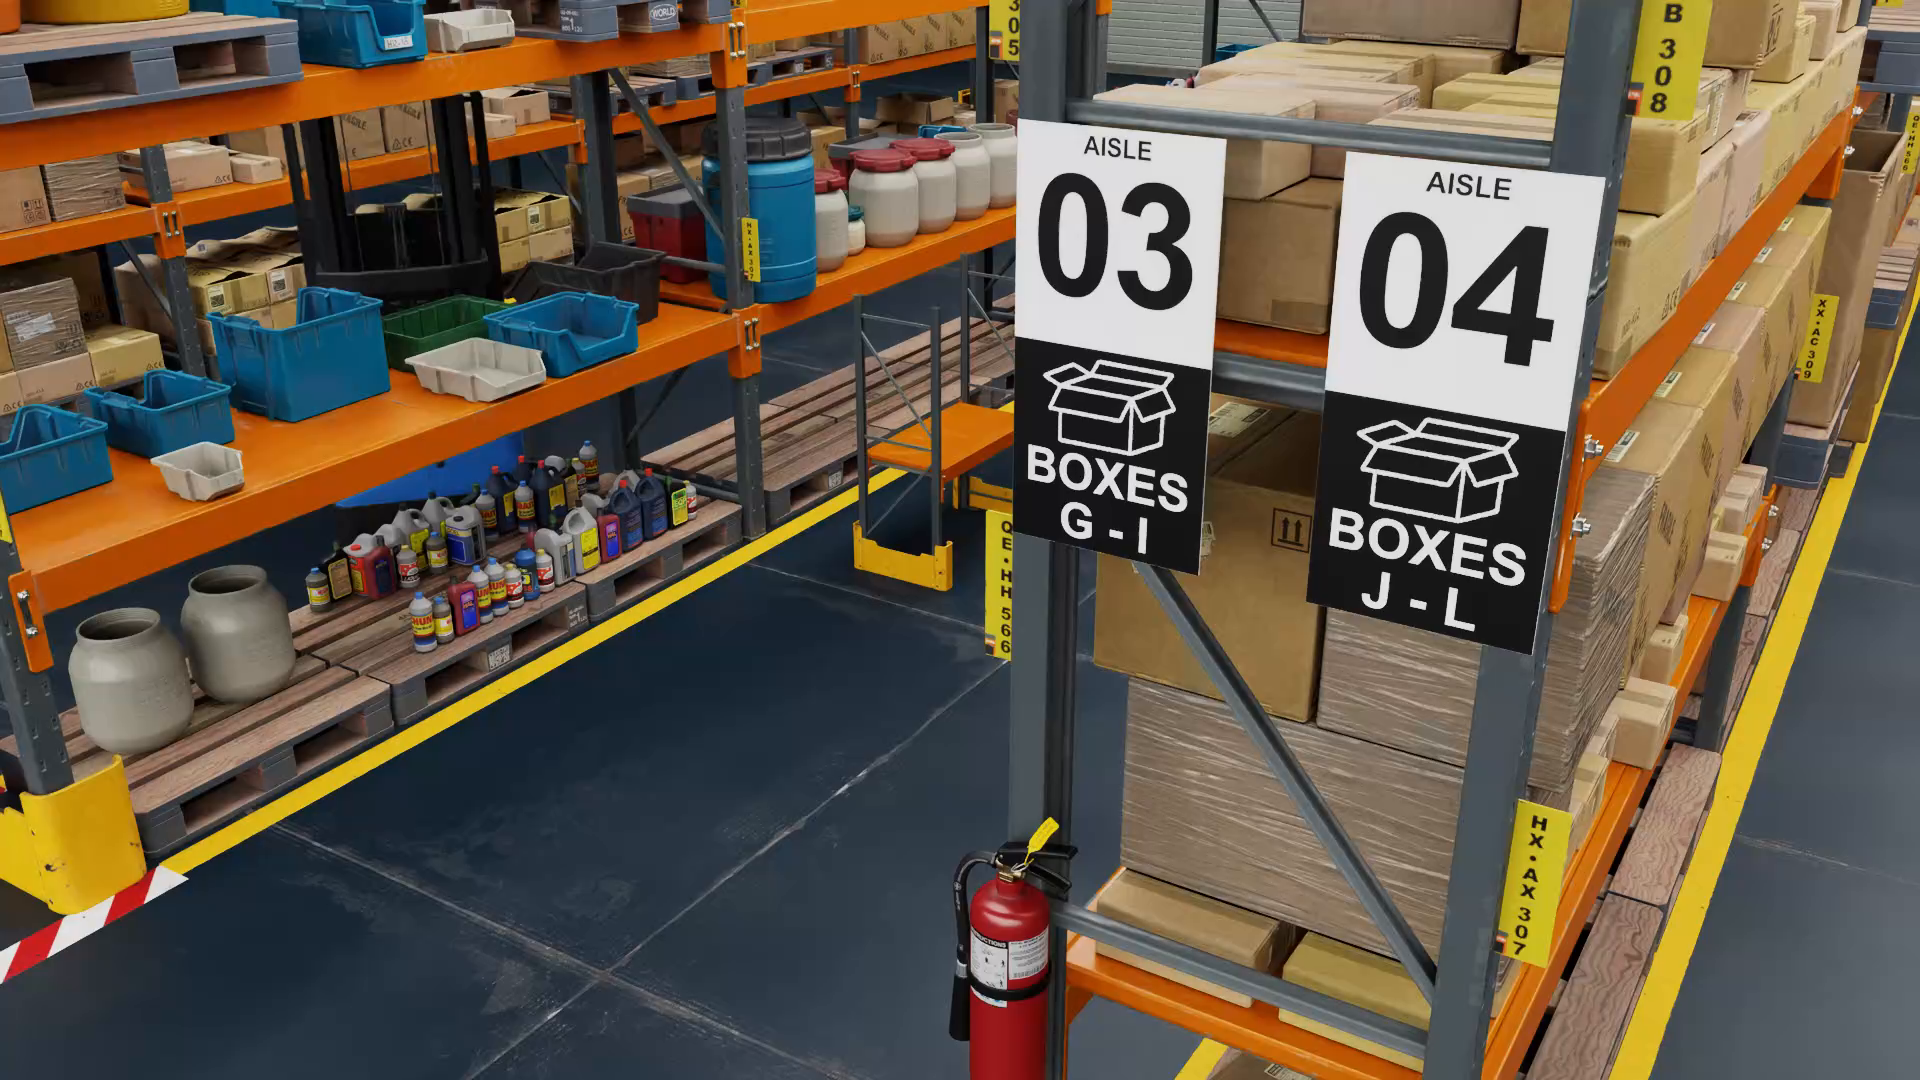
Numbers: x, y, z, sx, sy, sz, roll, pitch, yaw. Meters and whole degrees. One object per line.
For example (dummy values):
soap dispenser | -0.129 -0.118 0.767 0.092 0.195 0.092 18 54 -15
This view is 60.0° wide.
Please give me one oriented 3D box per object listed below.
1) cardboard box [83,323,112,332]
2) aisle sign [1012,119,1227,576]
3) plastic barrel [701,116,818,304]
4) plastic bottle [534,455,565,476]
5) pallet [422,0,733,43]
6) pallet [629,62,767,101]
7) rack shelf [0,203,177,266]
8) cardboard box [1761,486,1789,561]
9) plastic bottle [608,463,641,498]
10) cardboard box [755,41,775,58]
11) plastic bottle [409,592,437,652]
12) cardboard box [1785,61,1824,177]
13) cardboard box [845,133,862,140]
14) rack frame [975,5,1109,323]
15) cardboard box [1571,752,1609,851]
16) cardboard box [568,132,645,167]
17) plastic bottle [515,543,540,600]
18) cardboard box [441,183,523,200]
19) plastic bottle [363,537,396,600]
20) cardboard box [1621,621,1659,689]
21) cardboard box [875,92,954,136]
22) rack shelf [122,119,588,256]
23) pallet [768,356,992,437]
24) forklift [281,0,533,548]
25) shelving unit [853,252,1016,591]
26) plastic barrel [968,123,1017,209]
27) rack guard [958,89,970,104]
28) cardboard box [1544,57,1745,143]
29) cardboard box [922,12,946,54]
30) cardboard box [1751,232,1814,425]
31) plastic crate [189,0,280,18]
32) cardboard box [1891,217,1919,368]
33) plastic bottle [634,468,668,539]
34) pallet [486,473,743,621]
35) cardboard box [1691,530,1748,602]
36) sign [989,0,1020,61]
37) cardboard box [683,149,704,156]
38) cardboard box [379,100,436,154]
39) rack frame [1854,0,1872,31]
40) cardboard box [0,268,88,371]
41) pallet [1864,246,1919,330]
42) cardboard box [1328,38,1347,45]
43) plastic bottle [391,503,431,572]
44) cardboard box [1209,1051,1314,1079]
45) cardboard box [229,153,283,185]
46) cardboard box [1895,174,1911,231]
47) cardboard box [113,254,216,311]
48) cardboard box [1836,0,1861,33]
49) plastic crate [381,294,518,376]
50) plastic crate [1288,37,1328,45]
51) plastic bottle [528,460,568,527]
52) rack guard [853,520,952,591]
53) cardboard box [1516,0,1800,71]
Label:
cardboard box | -6.249 -1.367 11.565 0.500 0.250 0.500 14 27 29
aisle sign | 0.270 -0.337 2.981 0.394 0.787 0.004 14 27 29
plastic barrel | -1.080 -1.787 8.971 0.600 0.901 0.708 14 27 29
plastic bottle | -2.228 -0.312 9.069 0.152 0.276 0.135 15 28 31
pallet | -1.838 -2.516 7.748 1.213 0.211 1.003 14 27 29
pallet | -2.615 -4.449 15.992 1.003 0.211 1.213 14 27 29
rack shelf | -6.802 -1.524 9.901 1.077 0.370 4.000 14 27 29
cardboard box | 3.866 -0.244 8.631 0.700 0.500 0.500 16 28 33
plastic bottle | -1.758 -0.229 8.784 0.144 0.351 0.185 14 27 29
cardboard box | -2.276 -5.110 16.623 0.700 0.500 0.500 19 30 37
plastic bottle | -2.430 0.363 7.515 0.097 0.271 0.097 0 23 0
cardboard box | 2.100 -1.204 4.669 0.500 0.250 0.500 14 27 29
cardboard box | -1.122 -4.294 18.224 0.500 0.311 0.500 14 27 29
rack frame | 0.569 -2.840 12.035 1.000 3.000 0.127 14 27 29
cardboard box | 1.455 0.634 4.327 0.380 0.149 0.250 14 27 29
cardboard box | -3.317 -3.663 15.585 0.500 0.250 0.500 15 28 31
plastic bottle | -2.089 0.146 8.018 0.097 0.271 0.097 0 23 0
cardboard box | -4.163 -2.953 14.521 0.500 0.311 0.500 15 28 31
plastic bottle | -2.807 0.136 8.026 0.061 0.283 0.133 14 27 29
cardboard box | 1.607 0.016 4.938 0.875 0.500 0.500 14 27 29
cardboard box | -0.540 -4.921 19.430 0.797 0.503 0.637 14 27 29
rack shelf | -4.692 -2.874 13.019 1.077 0.370 4.000 14 27 29
pallet | -0.517 -0.897 11.056 1.003 0.211 1.213 14 27 29
forklift | -3.319 -1.854 9.843 1.130 2.935 3.031 -7 24 -17
shelving unit | -0.040 -0.663 8.893 0.587 1.500 1.083 14 27 29
plastic barrel | 0.208 -2.500 11.107 0.421 0.512 0.421 0 23 0
rack guard | 0.543 -5.407 21.110 1.175 0.500 0.348 14 27 29
cardboard box | 1.482 -0.974 3.635 0.380 0.149 0.250 14 27 29
cardboard box | -0.493 -5.732 18.590 0.500 0.500 0.500 14 27 29
cardboard box | 2.401 -0.715 5.367 0.500 0.500 0.500 14 27 29
plastic crate | -2.901 -2.216 6.838 0.392 0.384 0.575 14 27 29
cardboard box | 6.096 -1.848 11.889 1.225 0.875 0.875 13 27 27
plastic bottle | -1.636 -0.199 8.714 0.144 0.351 0.185 13 27 28
pallet | -1.930 0.007 8.967 1.003 0.211 1.213 14 27 29
cardboard box | 2.443 0.059 5.654 0.380 0.149 0.250 14 27 29
sign | 0.096 -1.008 2.913 0.100 0.325 0.005 14 27 29
cardboard box | -2.343 -3.551 16.270 0.500 0.500 0.500 13 27 27
cardboard box | -4.508 -3.356 13.100 0.500 0.500 0.500 12 26 26
rack frame | 2.667 -3.205 5.327 1.000 3.000 0.127 14 27 29
cardboard box | -6.079 -1.436 10.780 0.500 0.500 0.500 14 27 29
pallet | 4.492 -1.451 9.068 1.213 0.211 1.003 14 27 29
cardboard box | 1.131 -1.190 4.133 0.380 0.149 0.250 12 26 26
plastic bottle | -2.741 -0.021 8.303 0.144 0.351 0.185 15 28 31
cardboard box | 0.901 1.645 4.292 0.500 0.500 0.500 20 30 38
cardboard box | -5.106 -2.670 11.959 0.380 0.149 0.250 14 27 29
cardboard box | 5.802 -2.303 10.669 0.500 0.500 0.500 13 27 28
cardboard box | -5.777 -1.914 12.123 0.500 0.311 0.500 14 27 29
cardboard box | 2.741 -1.773 5.480 0.380 0.149 0.250 15 27 31
plastic crate | -2.497 -0.994 8.037 0.450 0.188 0.662 14 27 29
plastic crate | 3.363 -4.496 15.704 0.402 0.464 0.583 14 27 29
plastic bottle | -2.197 -0.261 8.857 0.144 0.351 0.185 14 27 29
rack guard | -0.303 0.079 8.753 0.587 0.250 0.087 14 27 29
cardboard box | 1.570 -1.335 3.653 0.500 0.500 0.500 14 27 29
